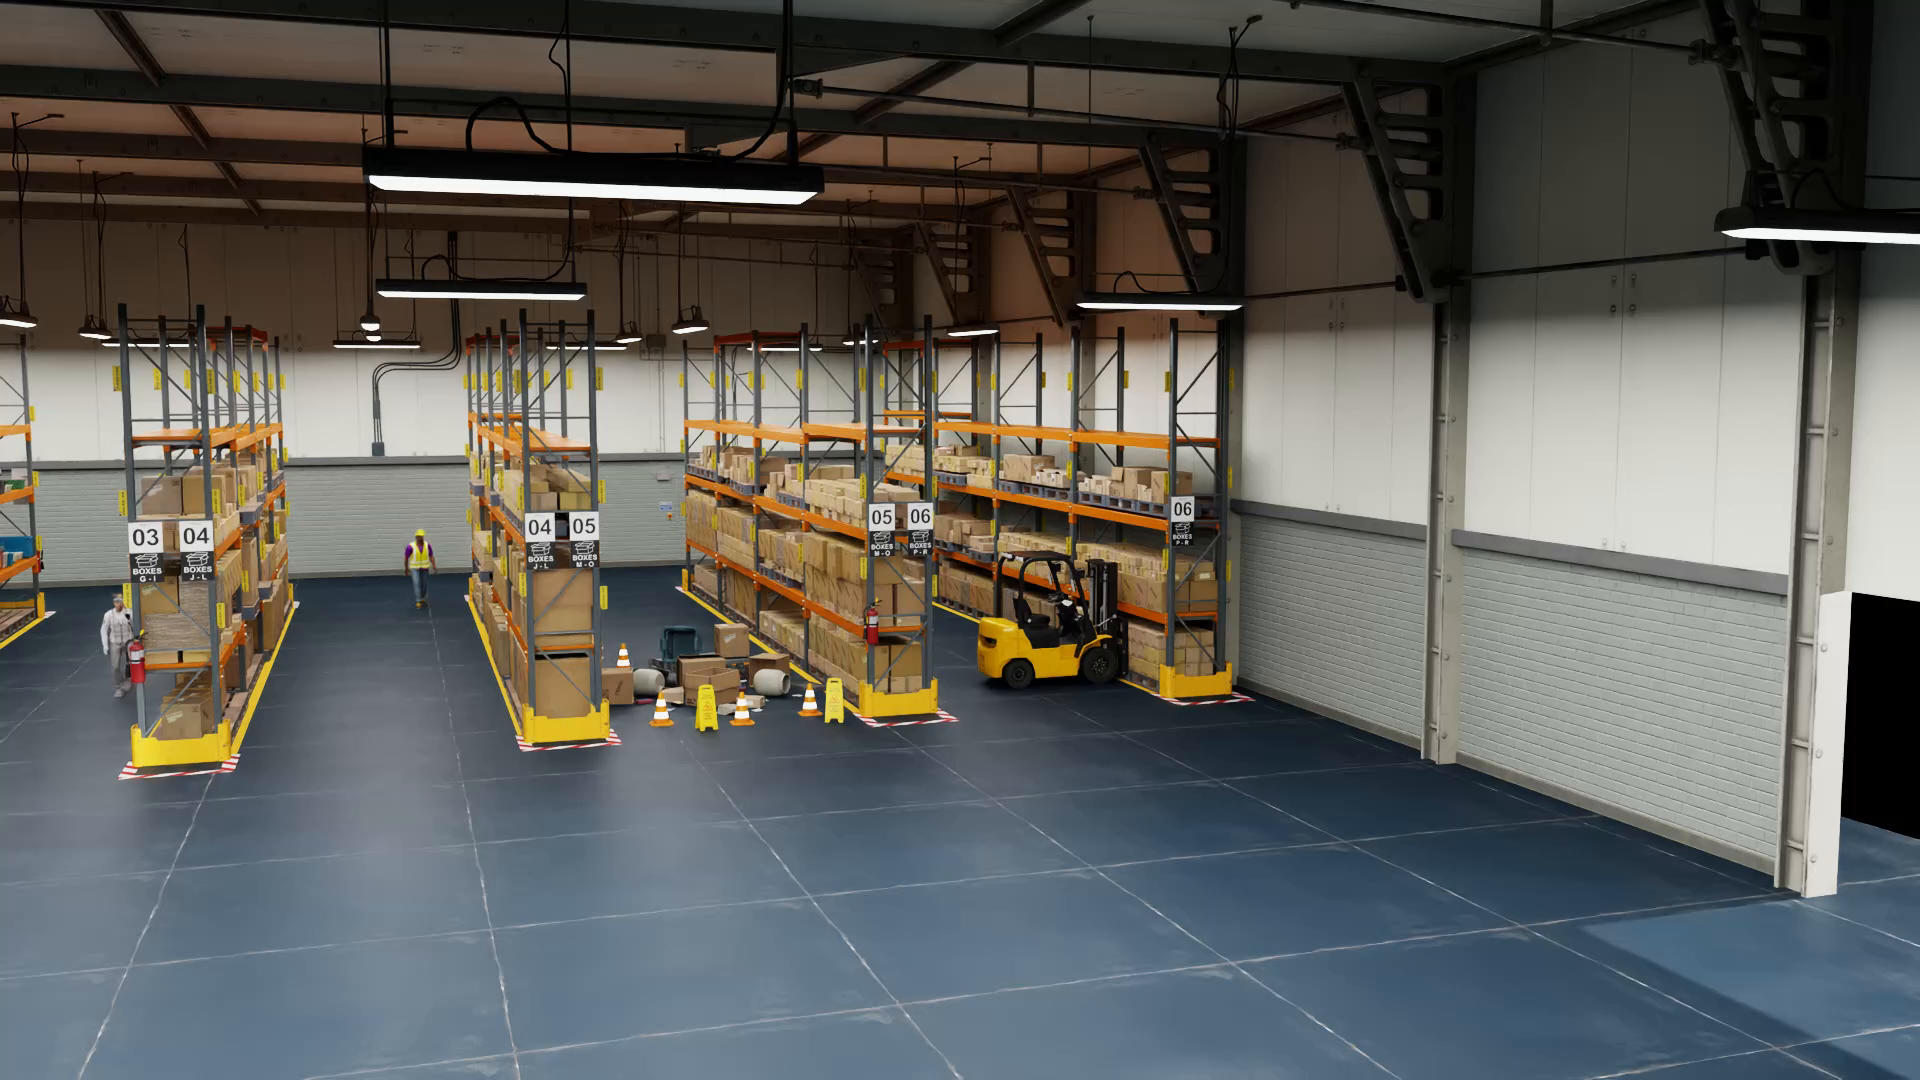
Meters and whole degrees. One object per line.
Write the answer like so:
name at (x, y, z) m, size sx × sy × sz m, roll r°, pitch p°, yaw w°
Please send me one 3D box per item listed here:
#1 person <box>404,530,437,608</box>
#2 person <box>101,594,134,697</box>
person at (-12.017, 0.625, 37.040) m, size 0.678 × 1.709 × 1.081 m, roll -2°, pitch 6°, yaw -22°
person at (-13.460, 1.660, 26.703) m, size 0.583 × 1.659 × 0.549 m, roll -2°, pitch 6°, yaw -24°
